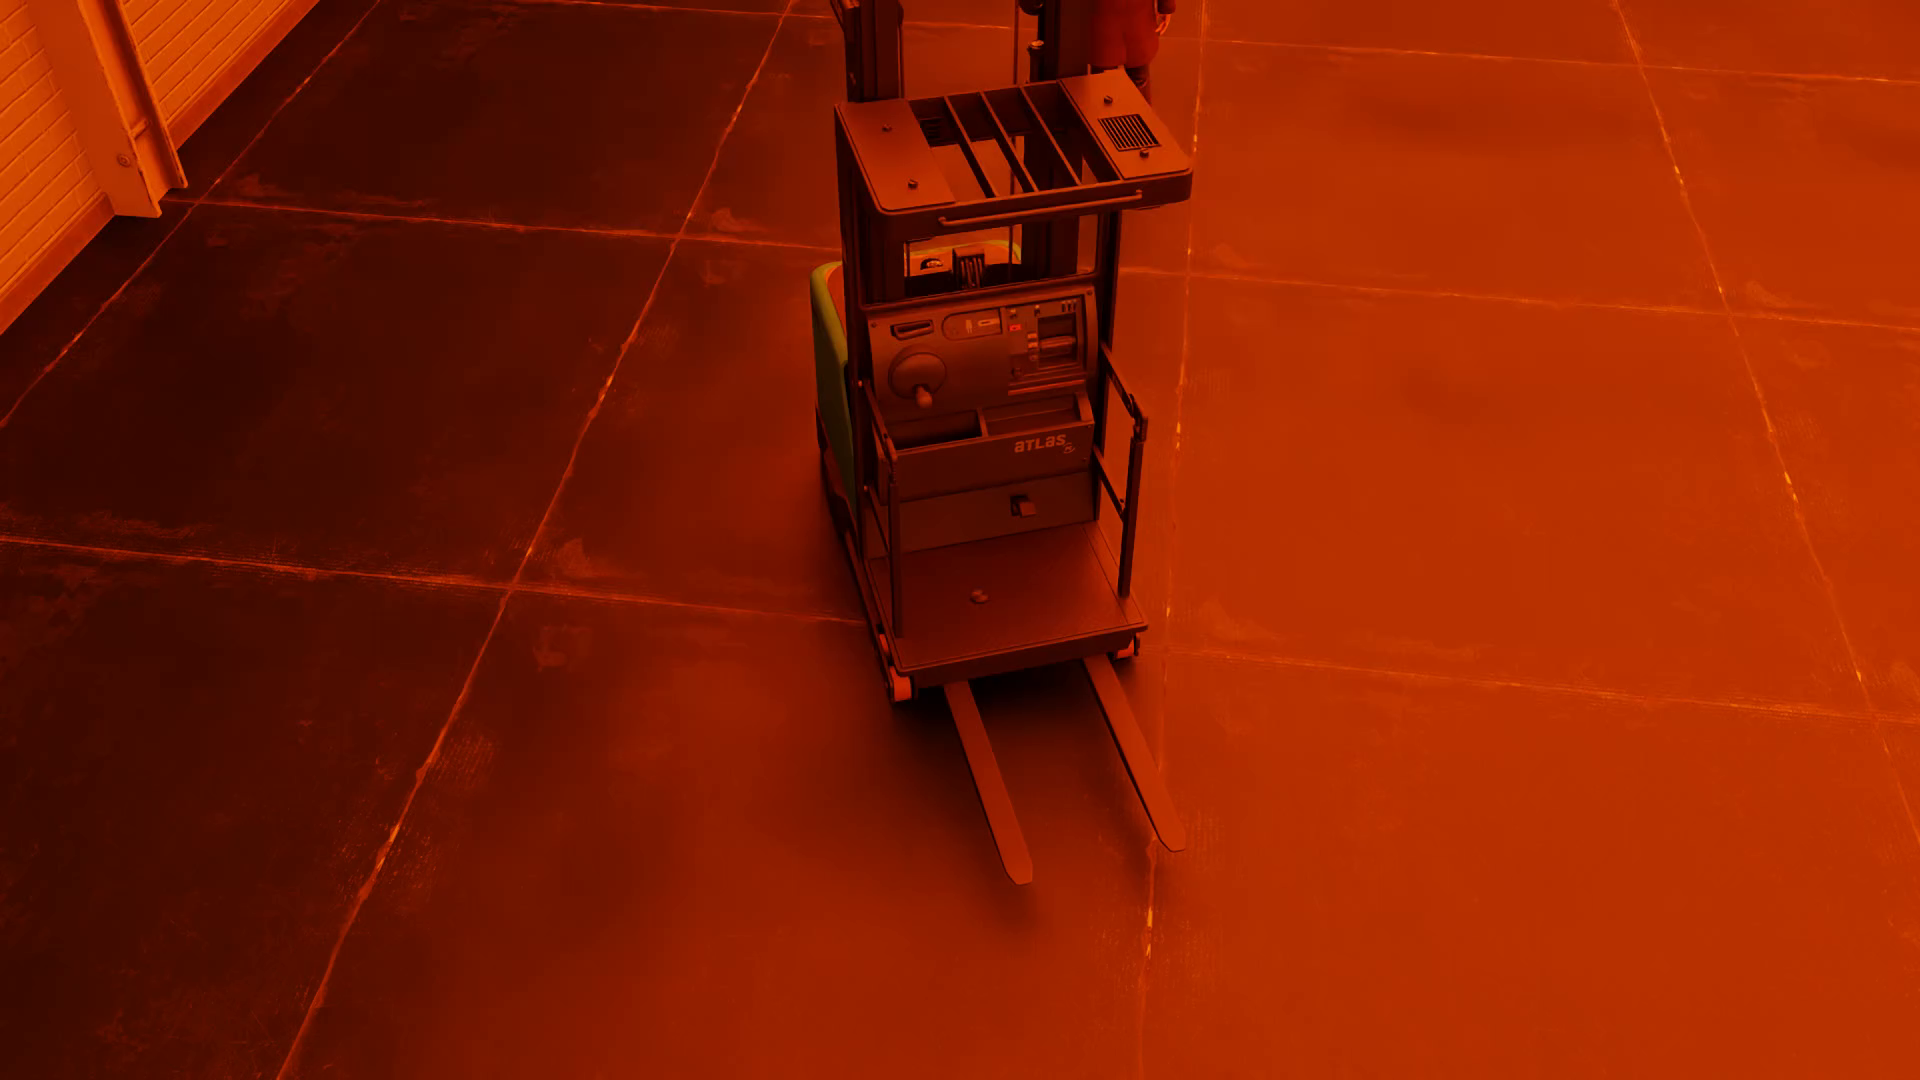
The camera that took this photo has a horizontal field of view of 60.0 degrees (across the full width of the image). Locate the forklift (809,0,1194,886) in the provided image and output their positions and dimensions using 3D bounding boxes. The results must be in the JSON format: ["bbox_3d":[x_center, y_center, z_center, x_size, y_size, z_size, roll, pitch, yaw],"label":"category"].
[{"bbox_3d":[0.153,-0.681,6.465,1.130,2.935,3.031,-10,44,-11],"label":"forklift"}]

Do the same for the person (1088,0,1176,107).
[{"bbox_3d":[0.935,-3.157,10.002,0.696,1.778,0.579,-5,43,-5],"label":"person"}]
